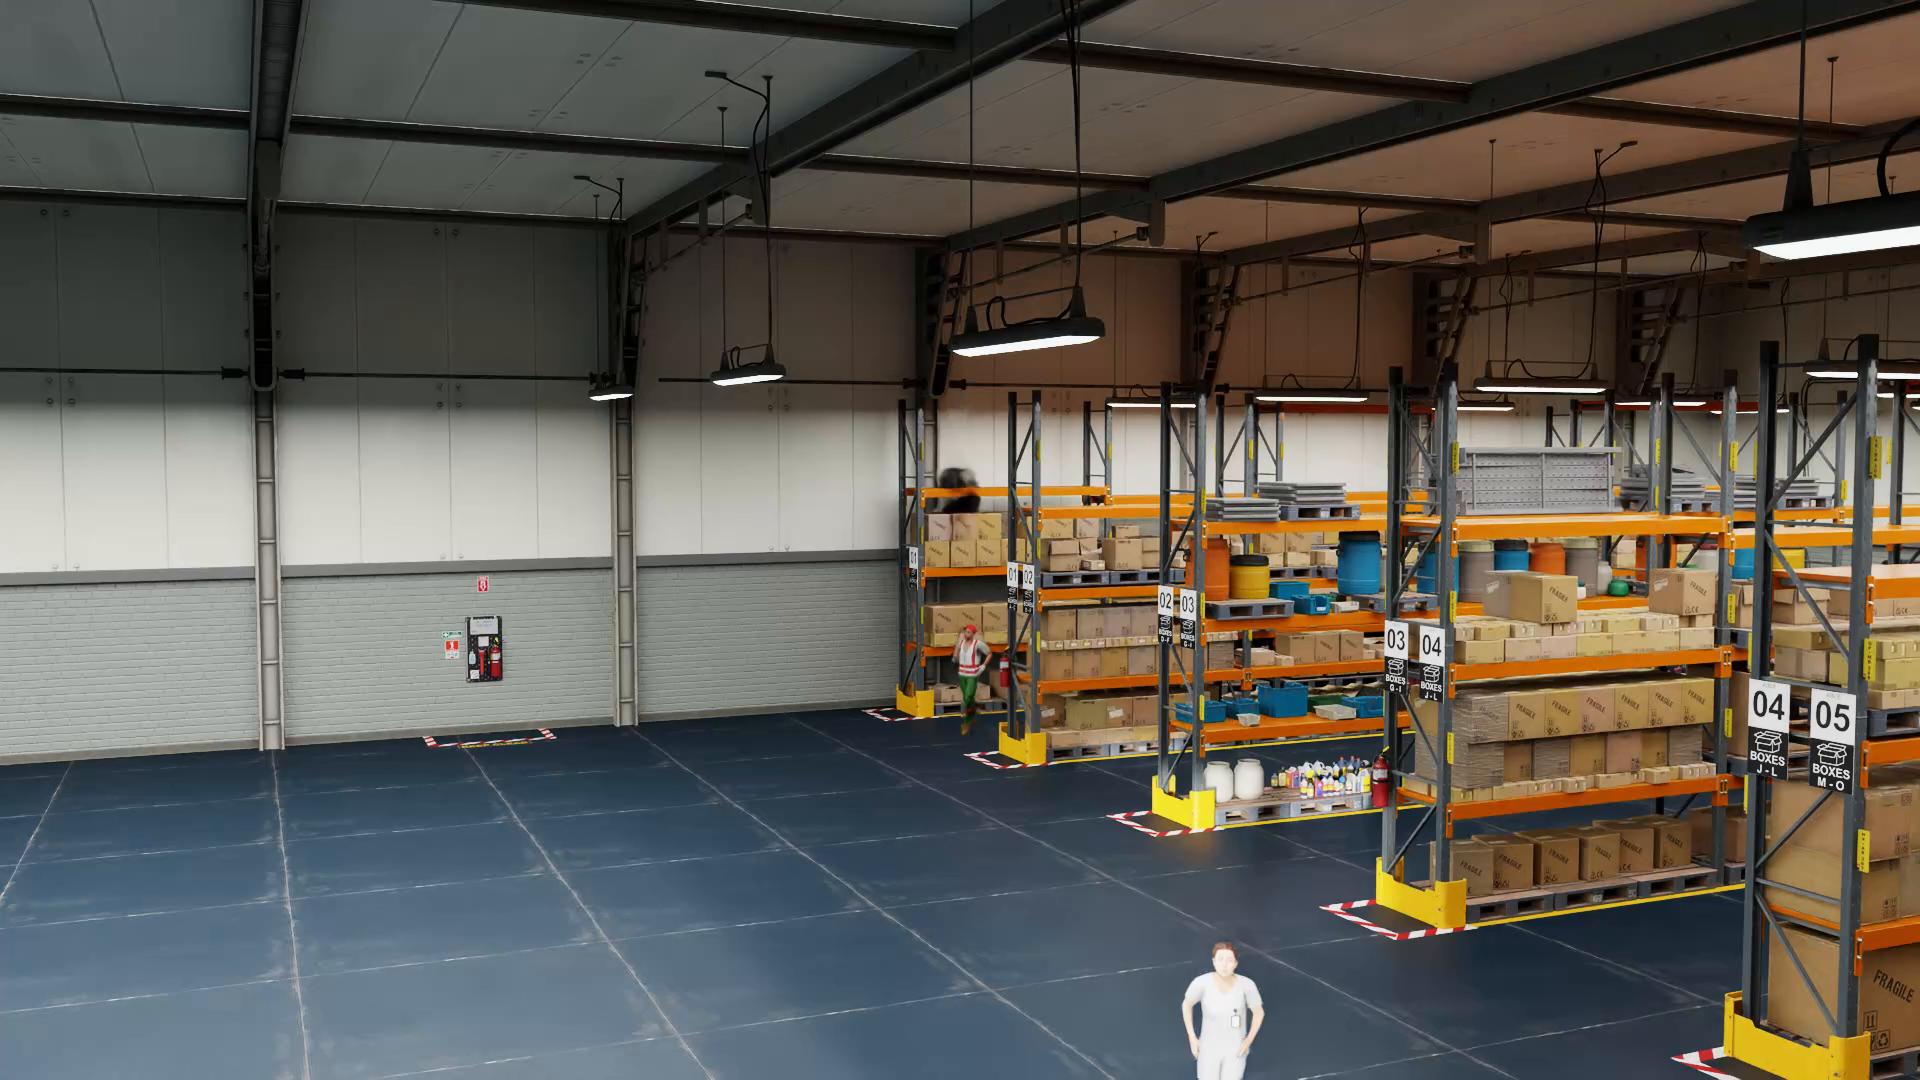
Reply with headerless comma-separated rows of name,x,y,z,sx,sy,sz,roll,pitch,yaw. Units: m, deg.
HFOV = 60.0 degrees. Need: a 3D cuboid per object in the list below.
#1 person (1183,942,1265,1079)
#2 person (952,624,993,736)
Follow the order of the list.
person,1.888,3.657,11.936,0.580,1.632,0.567,0,3,8
person,0.154,2.378,28.321,0.666,1.904,0.672,2,4,36
